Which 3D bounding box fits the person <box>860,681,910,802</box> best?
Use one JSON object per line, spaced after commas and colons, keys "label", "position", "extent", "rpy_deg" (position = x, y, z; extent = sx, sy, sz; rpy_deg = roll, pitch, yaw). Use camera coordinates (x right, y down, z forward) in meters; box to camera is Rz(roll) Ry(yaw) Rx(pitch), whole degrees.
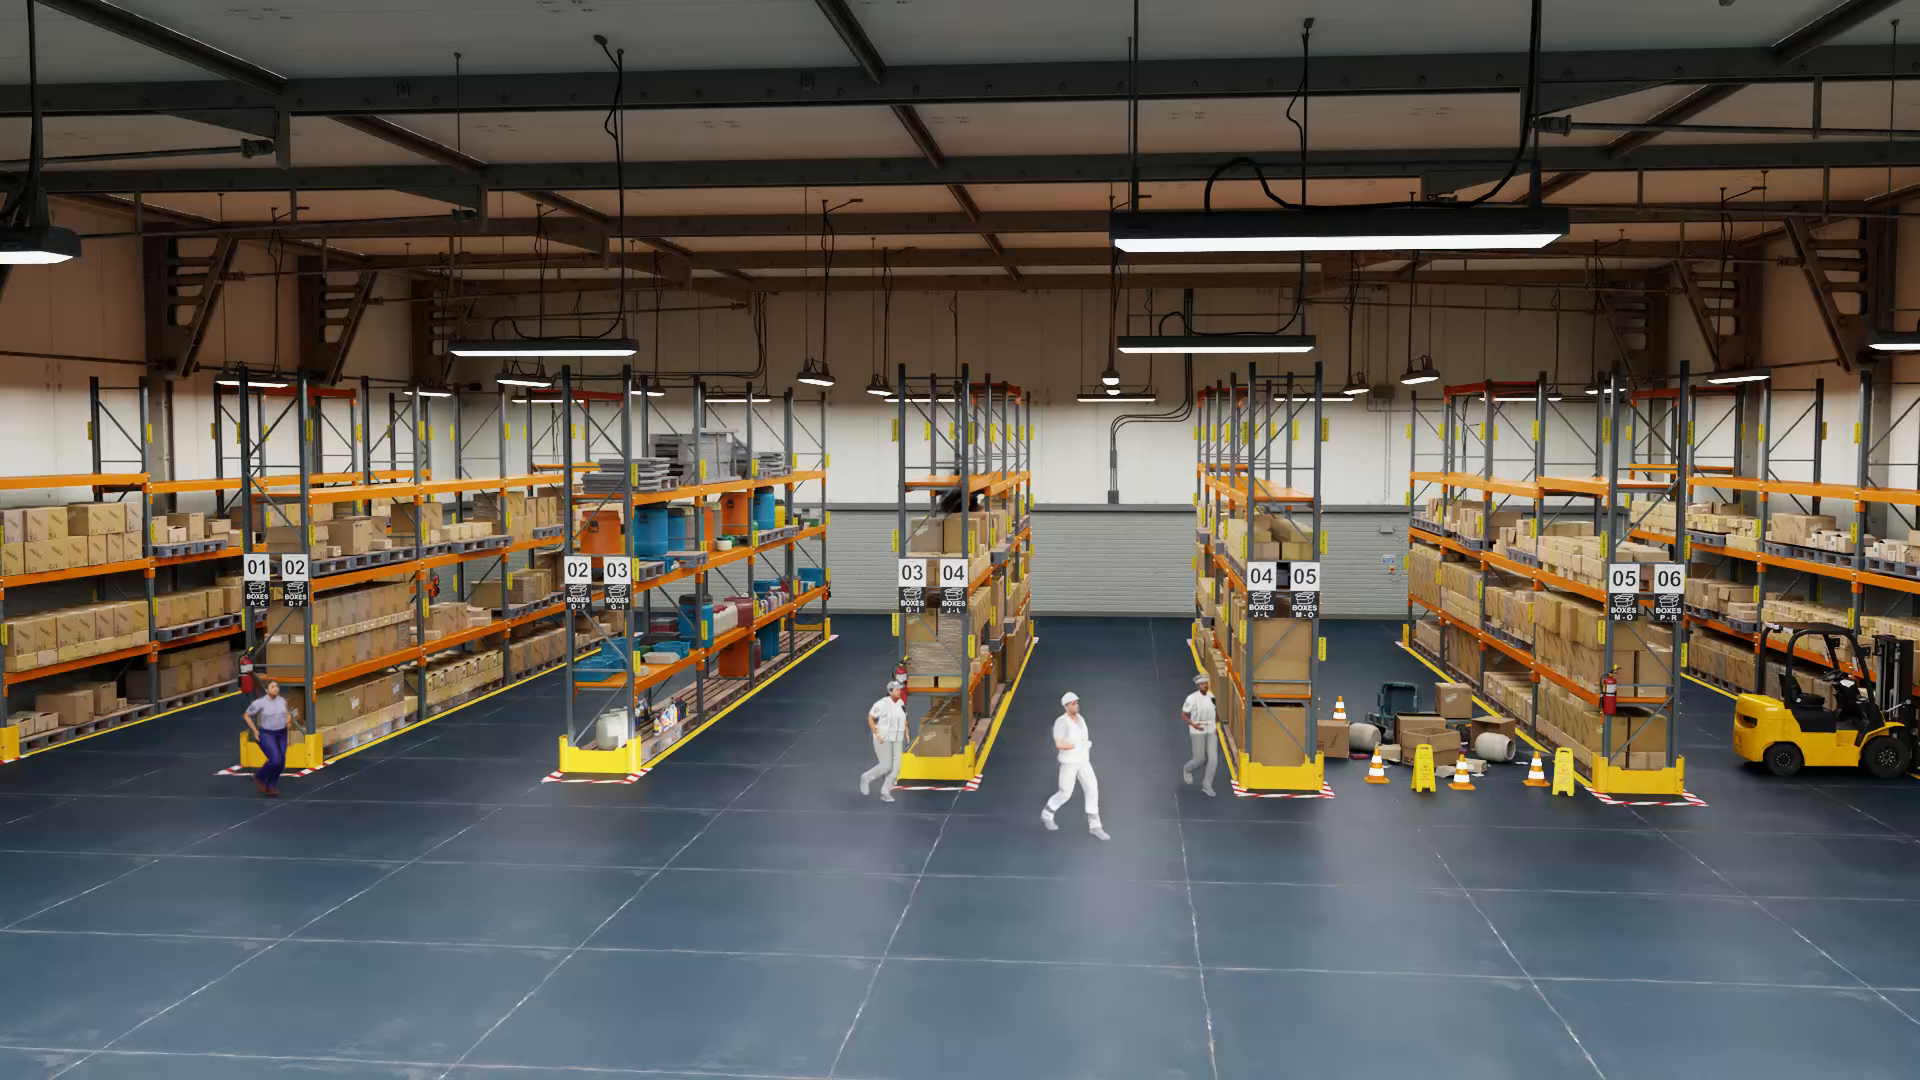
{"label": "person", "position": [-0.981, 2.736, 22.819], "extent": [0.679, 1.611, 0.559], "rpy_deg": [-4, 5, -44]}

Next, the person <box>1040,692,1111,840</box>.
{"label": "person", "position": [1.435, 2.771, 20.598], "extent": [0.668, 1.775, 0.992], "rpy_deg": [-3, 5, -43]}

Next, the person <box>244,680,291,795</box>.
{"label": "person", "position": [-9.445, 2.729, 22.902], "extent": [0.548, 1.609, 0.592], "rpy_deg": [2, 4, 32]}

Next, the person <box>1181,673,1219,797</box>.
{"label": "person", "position": [3.358, 2.688, 23.174], "extent": [0.593, 1.688, 0.674], "rpy_deg": [-1, 4, -20]}
